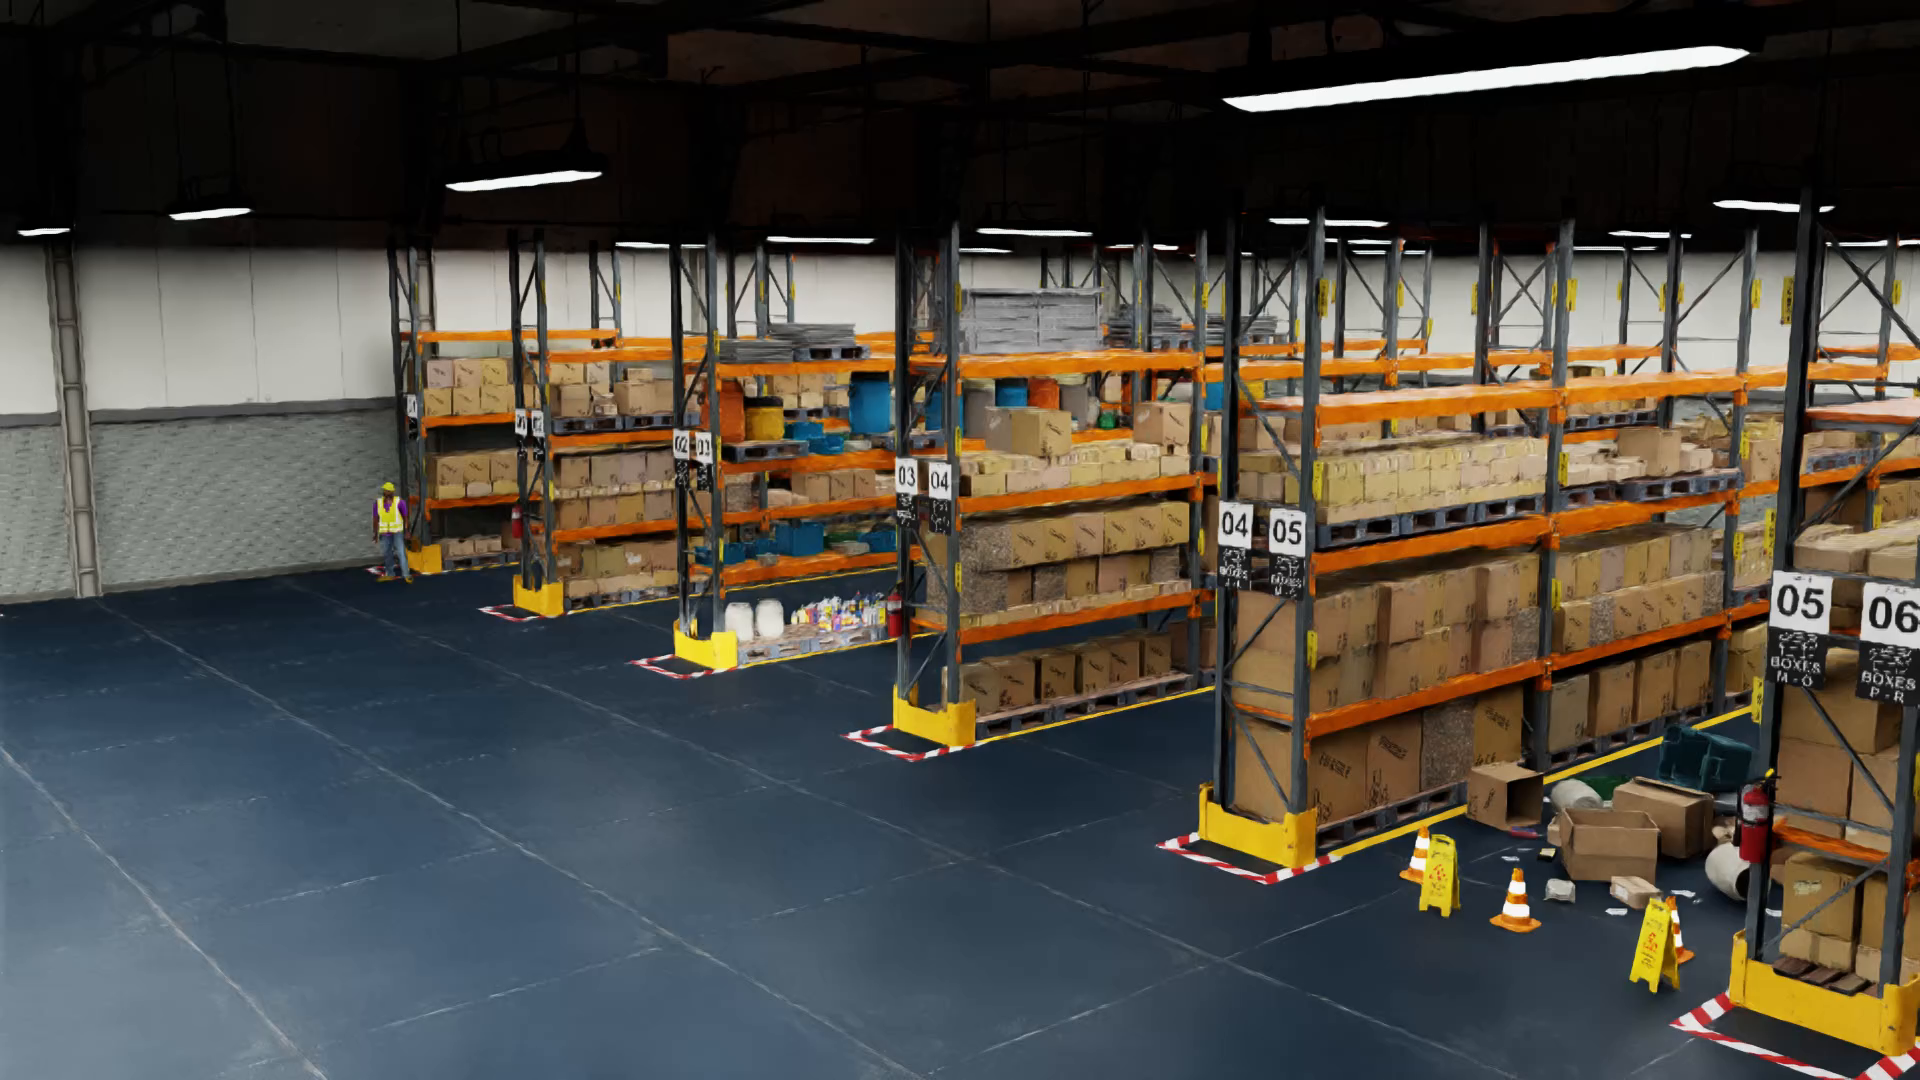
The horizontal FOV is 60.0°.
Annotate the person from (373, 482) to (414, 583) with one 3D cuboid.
[{"bbox_3d":[-9.816,-0.136,28.814,0.734,1.752,0.568,0,9,-3],"label":"person"}]
